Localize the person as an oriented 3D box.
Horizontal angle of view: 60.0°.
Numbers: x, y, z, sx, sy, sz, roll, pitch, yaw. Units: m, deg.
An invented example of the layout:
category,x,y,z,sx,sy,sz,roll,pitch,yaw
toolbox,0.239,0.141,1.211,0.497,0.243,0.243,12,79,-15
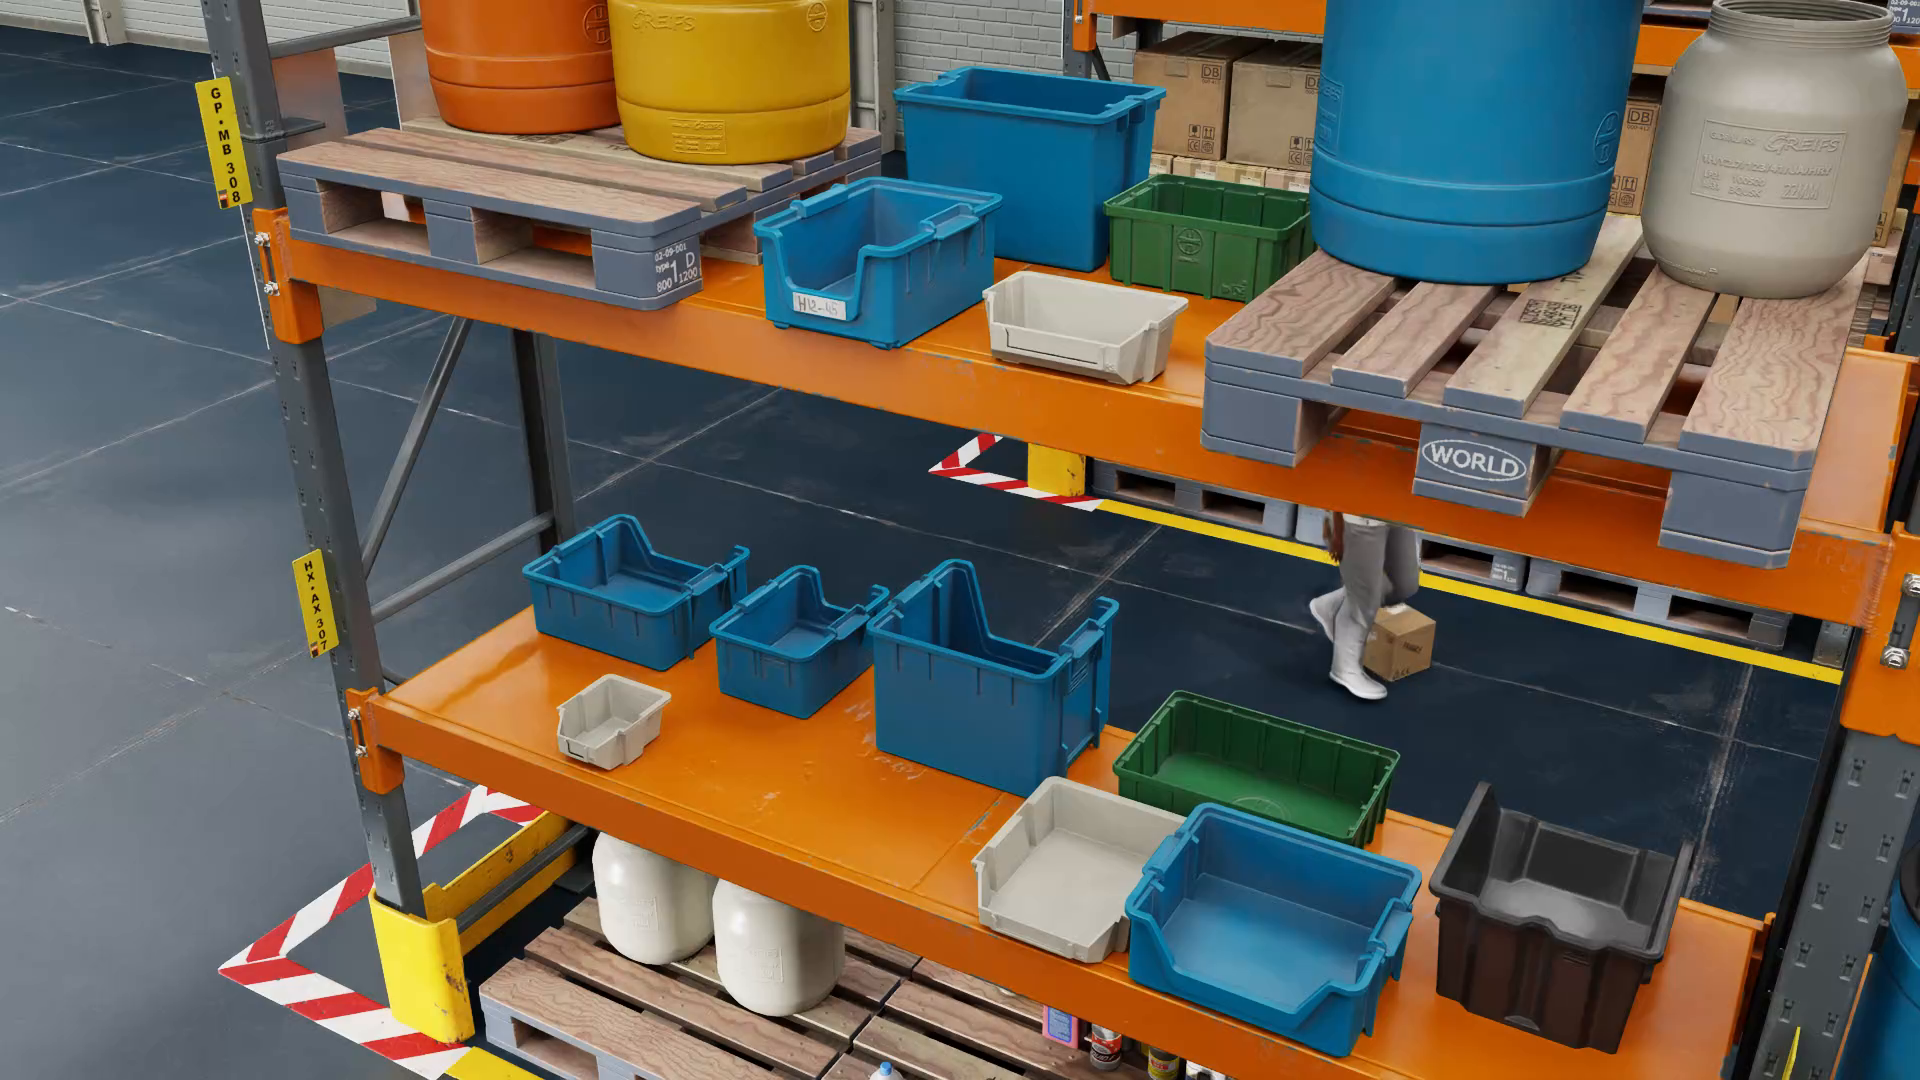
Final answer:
category,x,y,z,sx,sy,sz,roll,pitch,yaw
person,1.777,-0.118,7.299,0.478,1.655,0.510,-23,35,-38
